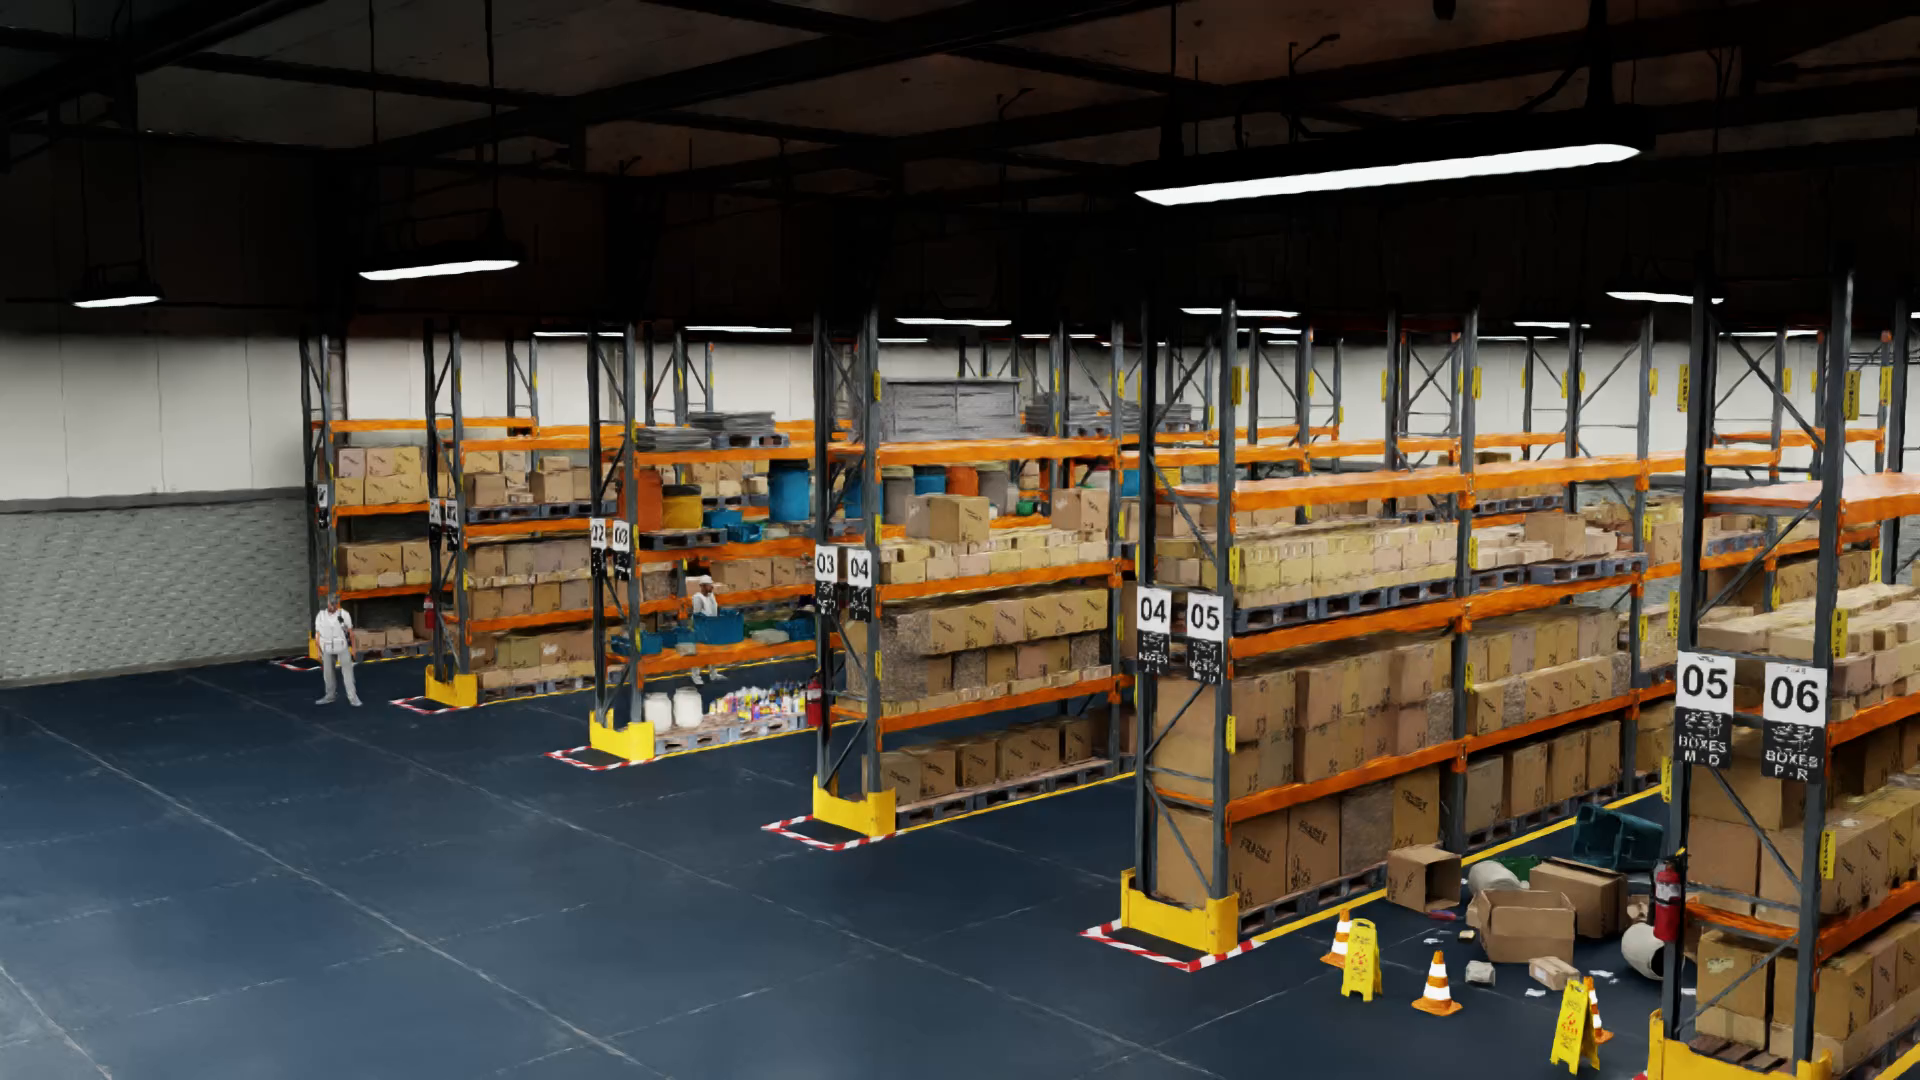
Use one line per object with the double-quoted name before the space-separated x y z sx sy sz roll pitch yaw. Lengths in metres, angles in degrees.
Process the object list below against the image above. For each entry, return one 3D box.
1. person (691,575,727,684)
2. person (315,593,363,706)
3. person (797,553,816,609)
"person" -4.187 1.439 27.607 0.463 1.726 0.629 2 6 23
"person" -9.635 1.679 25.754 0.748 1.757 0.551 -1 6 -10
"person" -2.981 1.037 33.129 0.625 1.593 0.503 6 8 45
